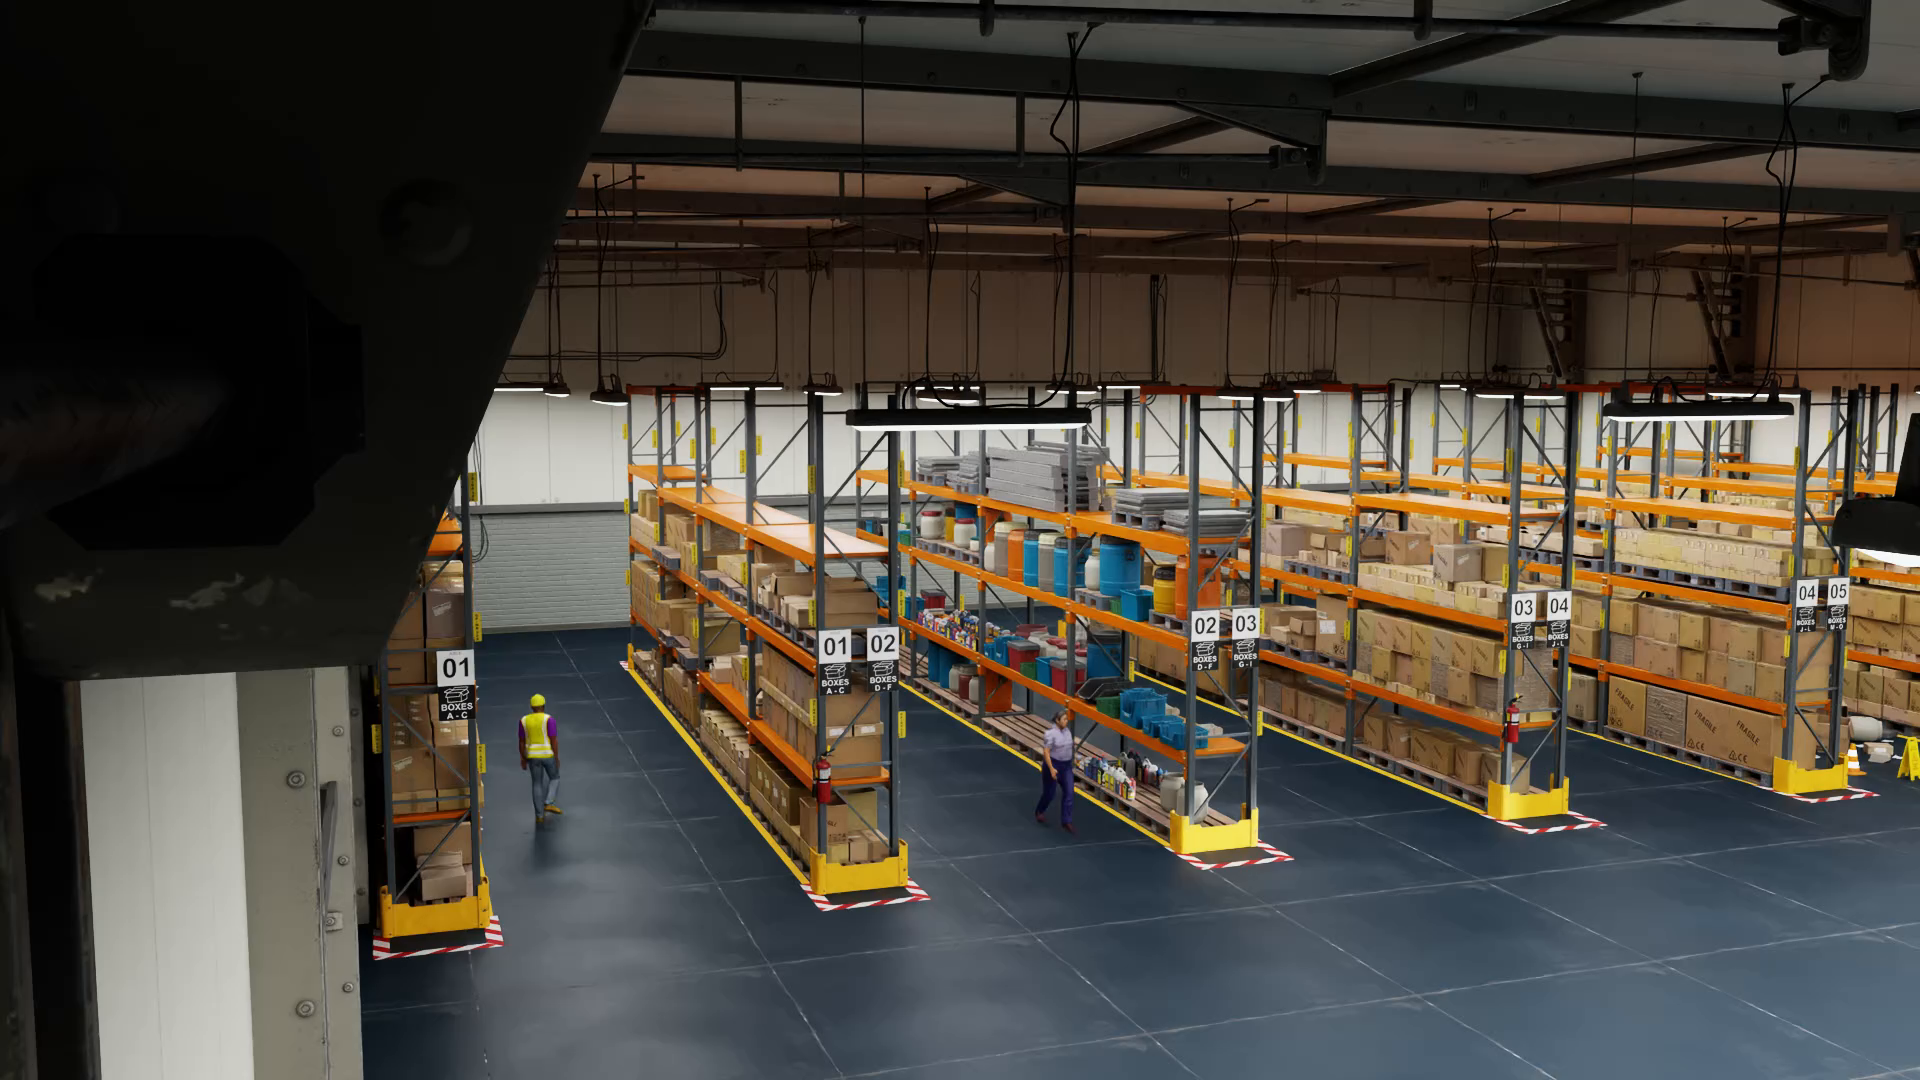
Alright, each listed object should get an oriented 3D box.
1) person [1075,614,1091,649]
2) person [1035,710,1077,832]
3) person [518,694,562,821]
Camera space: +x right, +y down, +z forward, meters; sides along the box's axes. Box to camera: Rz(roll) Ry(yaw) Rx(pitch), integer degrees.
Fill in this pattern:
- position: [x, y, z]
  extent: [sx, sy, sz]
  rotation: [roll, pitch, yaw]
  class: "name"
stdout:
- position: [2.416, 2.008, 33.904]
  extent: [0.453, 1.627, 0.807]
  rotation: [-2, 6, -21]
  class: "person"
- position: [1.368, 3.167, 22.998]
  extent: [0.567, 1.620, 0.786]
  rotation: [-5, 8, -40]
  class: "person"
- position: [-5.901, 3.037, 23.339]
  extent: [0.583, 1.749, 0.483]
  rotation: [-1, 6, -5]
  class: "person"
